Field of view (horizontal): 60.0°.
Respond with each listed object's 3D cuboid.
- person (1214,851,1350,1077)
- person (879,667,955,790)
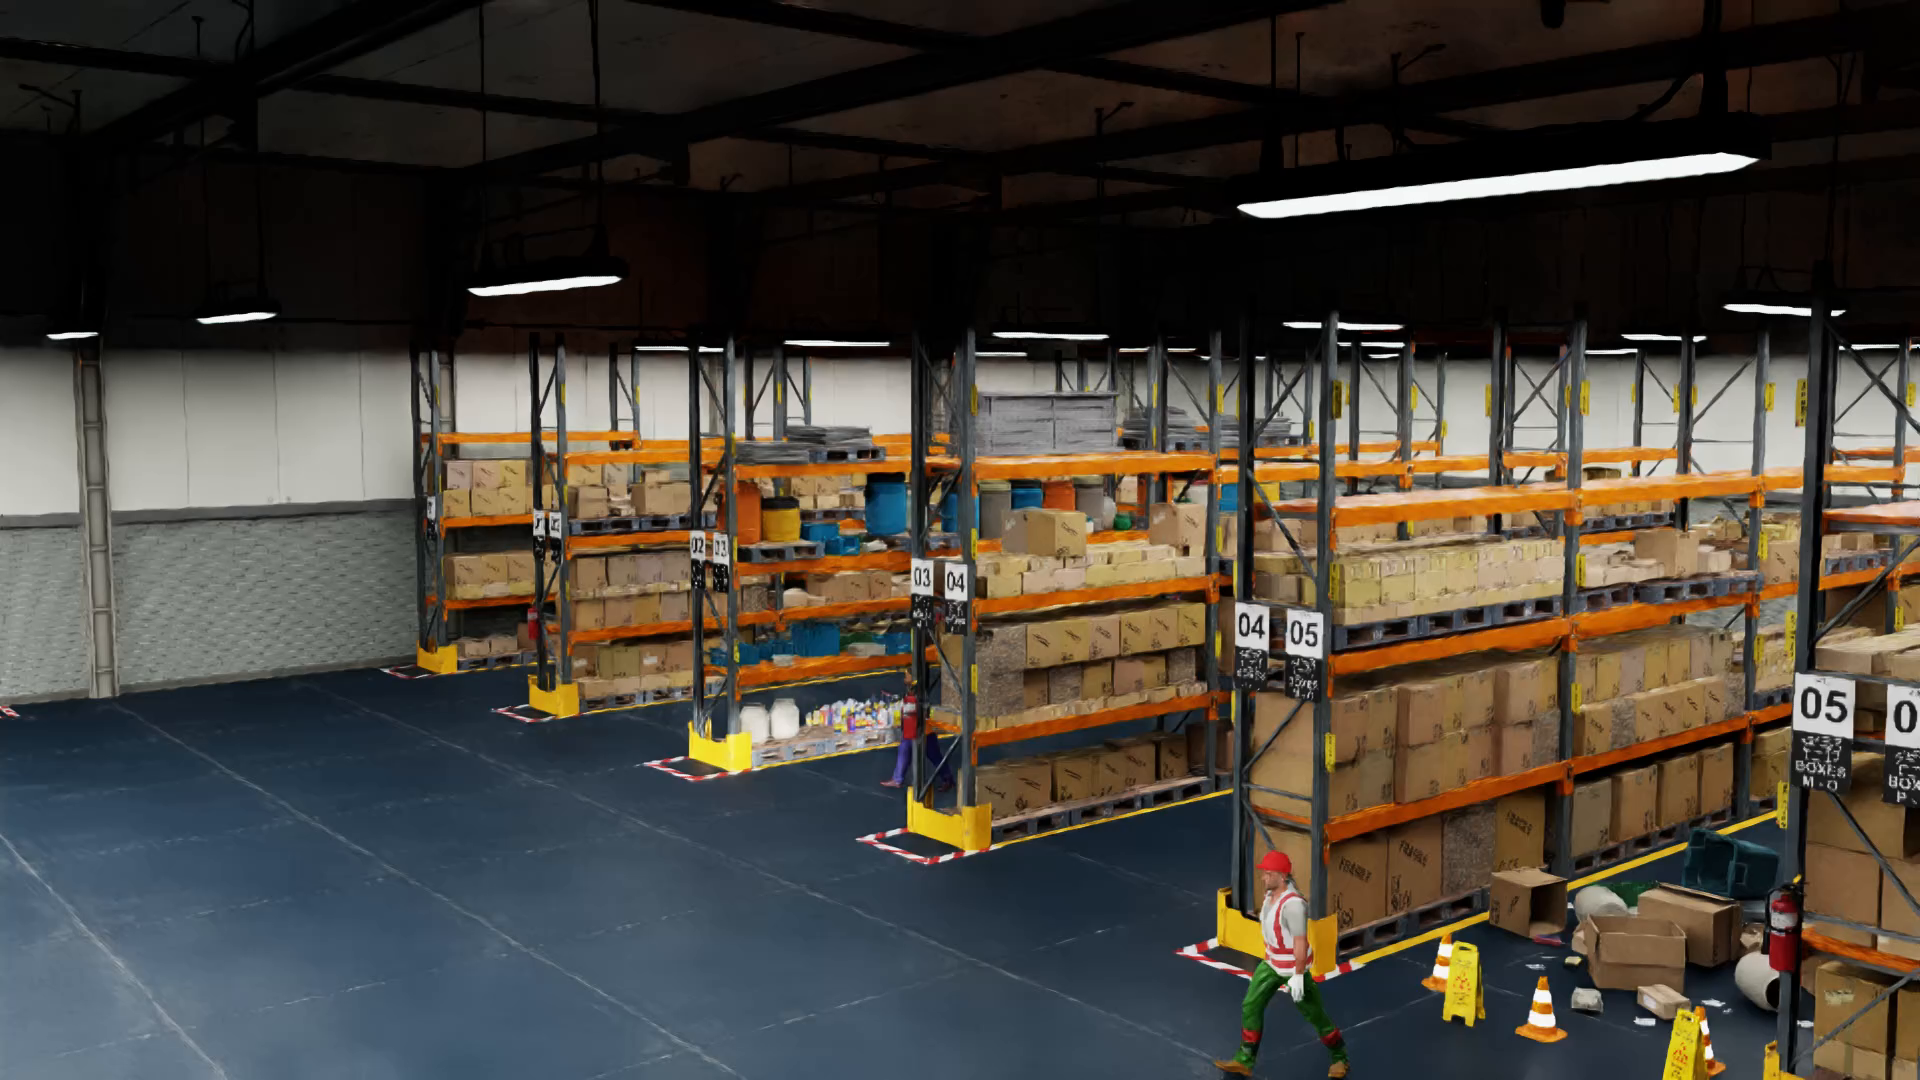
[{"bbox_3d":[2.431,3.166,12.387,0.986,1.739,0.595,-2,6,-18],"label":"person"},{"bbox_3d":[-0.537,2.405,21.257,0.938,1.594,0.522,-1,5,-15],"label":"person"}]
